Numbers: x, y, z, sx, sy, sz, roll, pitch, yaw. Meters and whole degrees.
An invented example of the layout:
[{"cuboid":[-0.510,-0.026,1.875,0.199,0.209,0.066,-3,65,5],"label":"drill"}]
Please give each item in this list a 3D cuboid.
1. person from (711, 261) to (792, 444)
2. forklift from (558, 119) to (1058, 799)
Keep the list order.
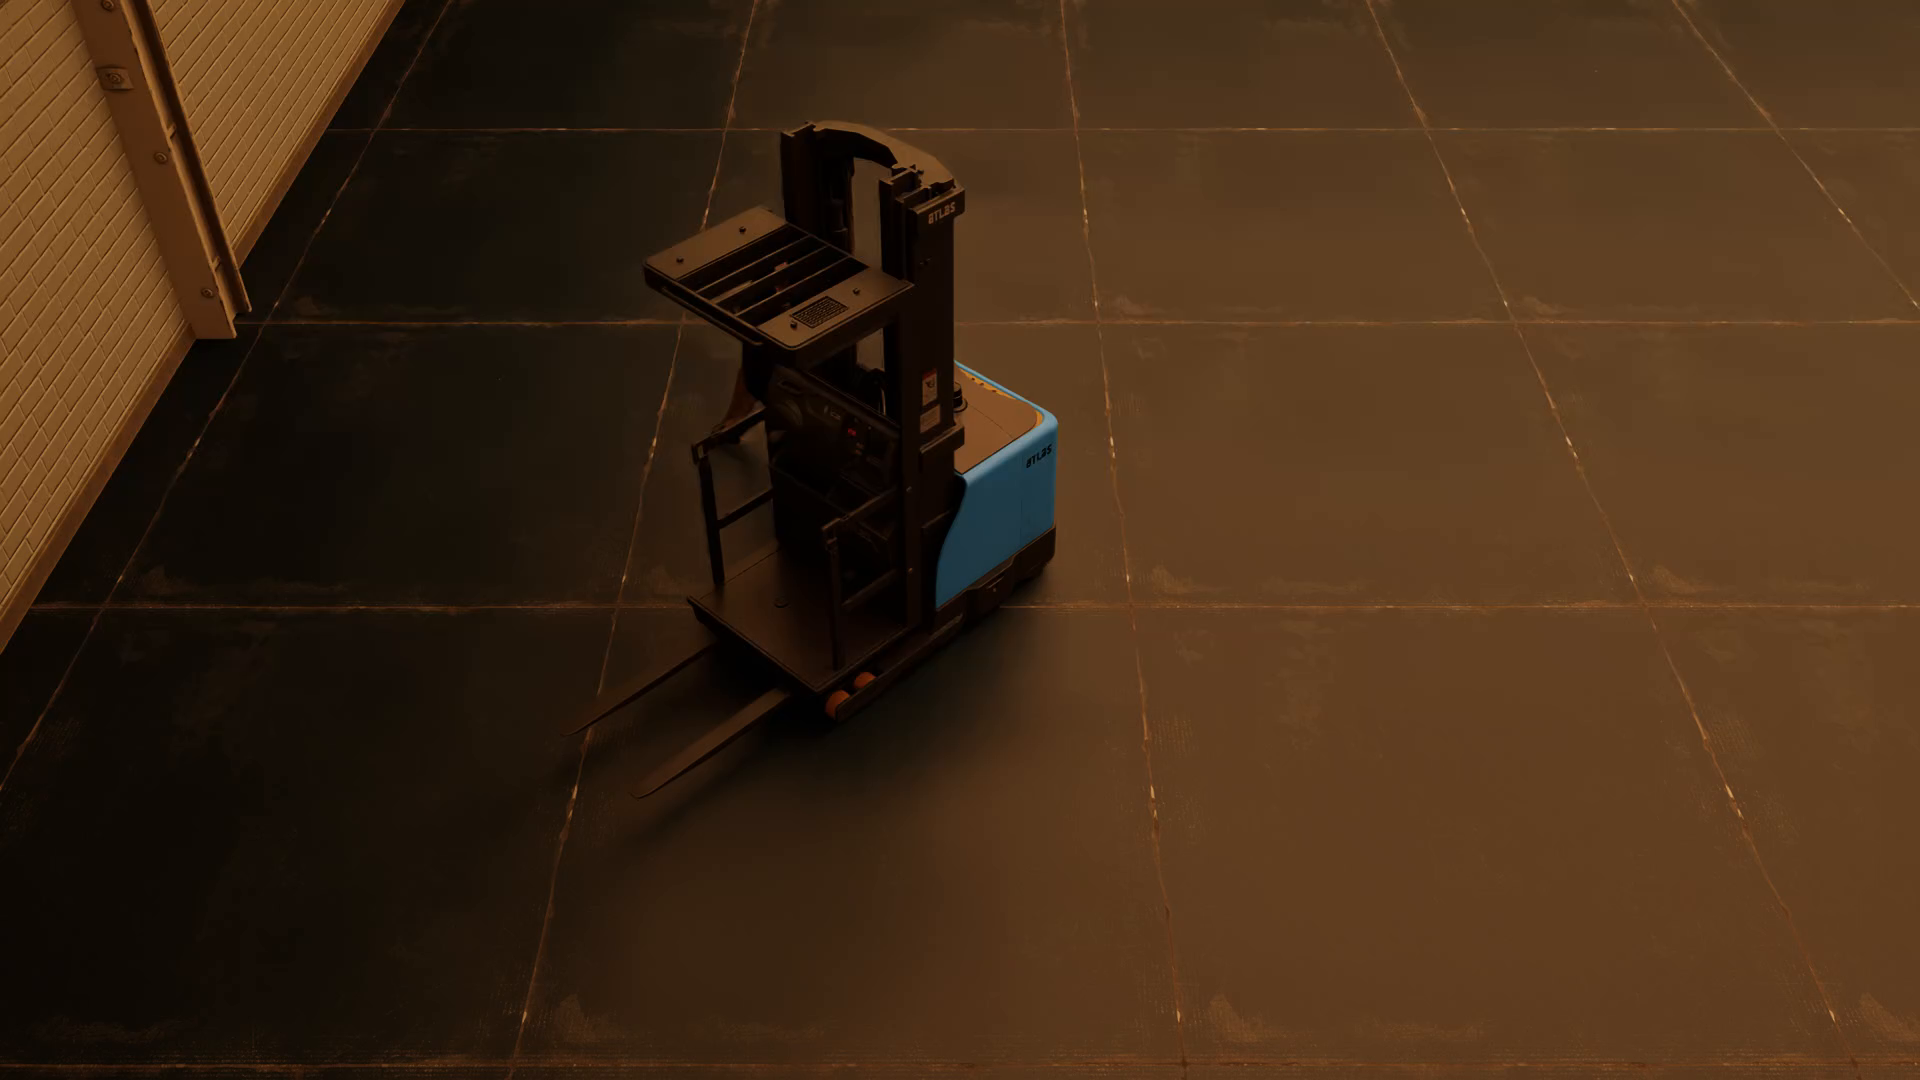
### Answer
[{"cuboid":[-1.051,-1.119,10.323,1.199,1.484,0.709,21,45,22],"label":"person"},{"cuboid":[-0.813,-0.510,8.511,1.130,2.935,3.031,32,50,32],"label":"forklift"}]
